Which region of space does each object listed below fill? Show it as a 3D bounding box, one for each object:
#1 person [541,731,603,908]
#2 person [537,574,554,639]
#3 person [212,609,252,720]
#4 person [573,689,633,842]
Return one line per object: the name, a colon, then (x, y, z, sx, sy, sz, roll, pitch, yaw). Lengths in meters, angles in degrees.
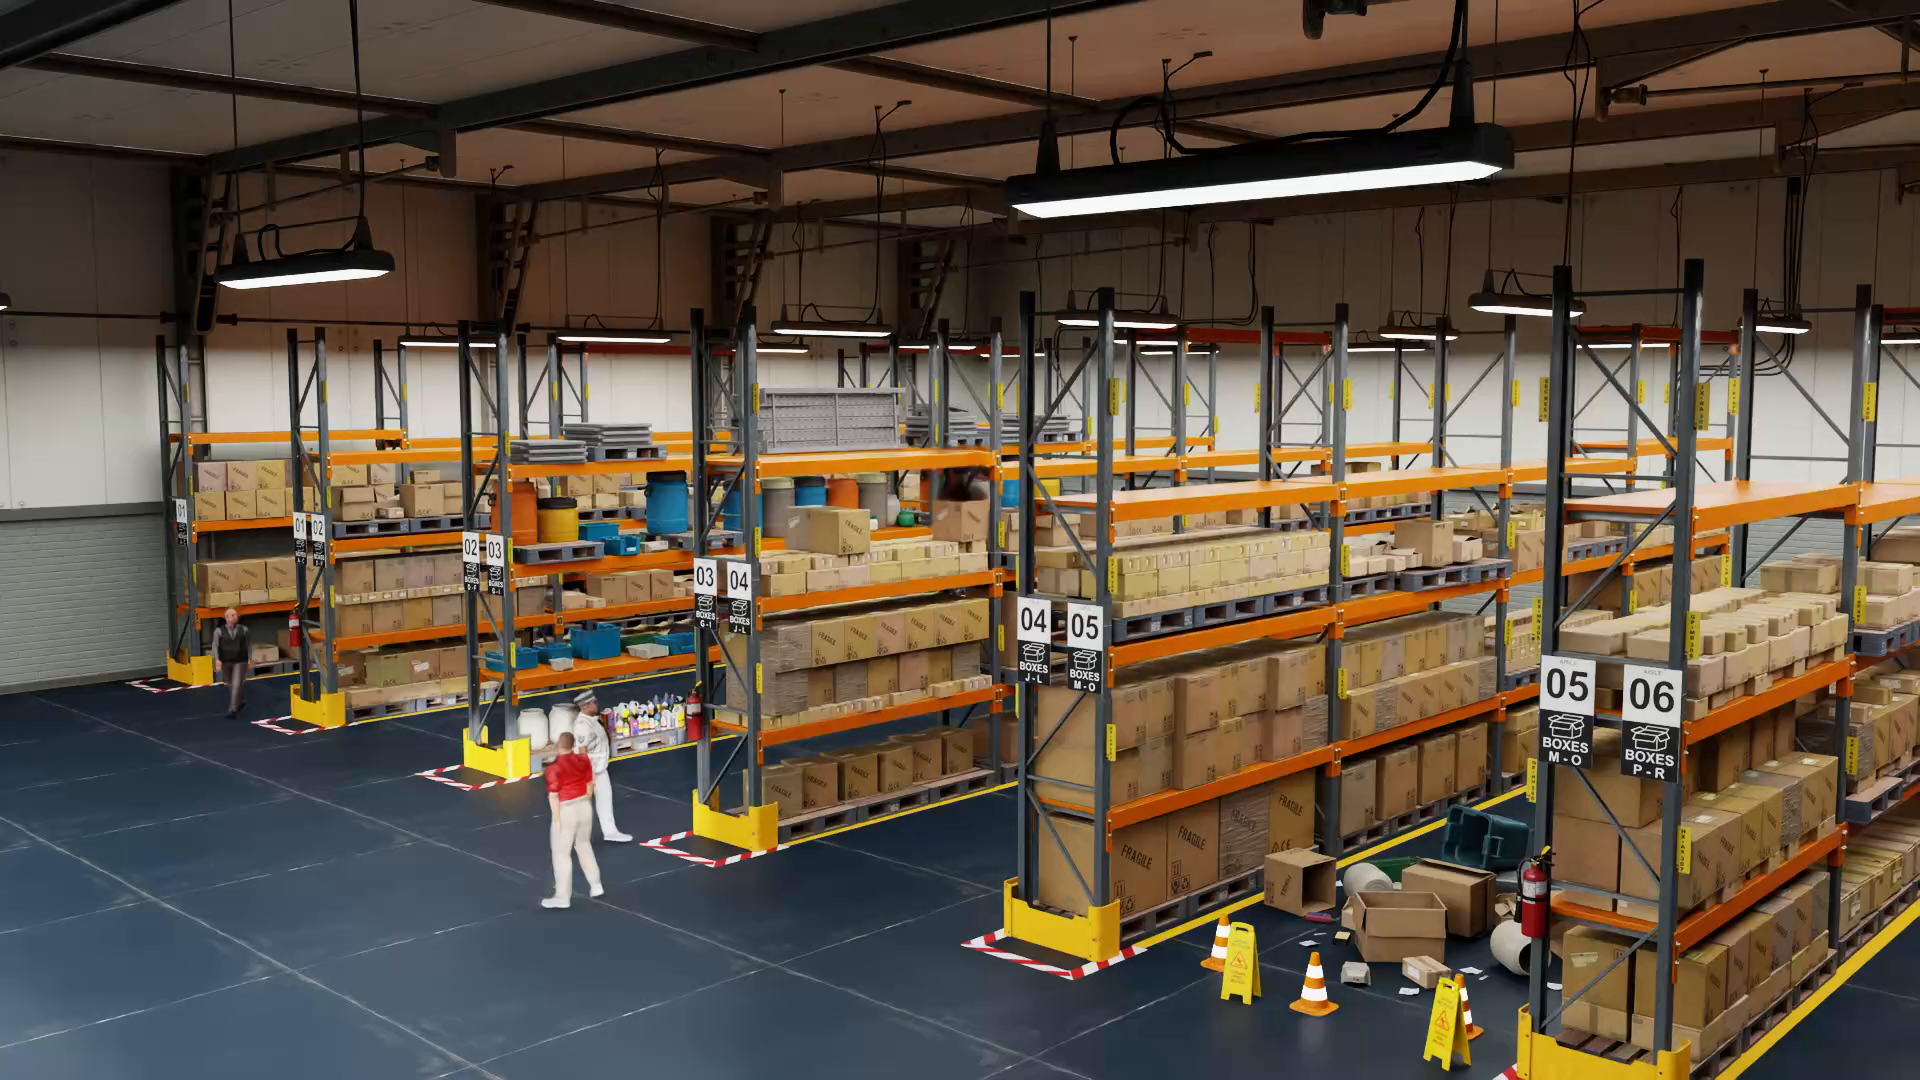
person: (-3.842, 2.751, 16.484, 0.426, 1.747, 0.626, 4, 7, 35)
person: (-7.605, 1.438, 30.986, 0.458, 1.615, 0.665, 5, 7, 40)
person: (-11.319, 1.909, 25.801, 0.488, 1.666, 1.081, 0, 5, 1)
person: (-4.056, 2.545, 18.600, 0.585, 1.771, 0.593, 2, 6, 18)
